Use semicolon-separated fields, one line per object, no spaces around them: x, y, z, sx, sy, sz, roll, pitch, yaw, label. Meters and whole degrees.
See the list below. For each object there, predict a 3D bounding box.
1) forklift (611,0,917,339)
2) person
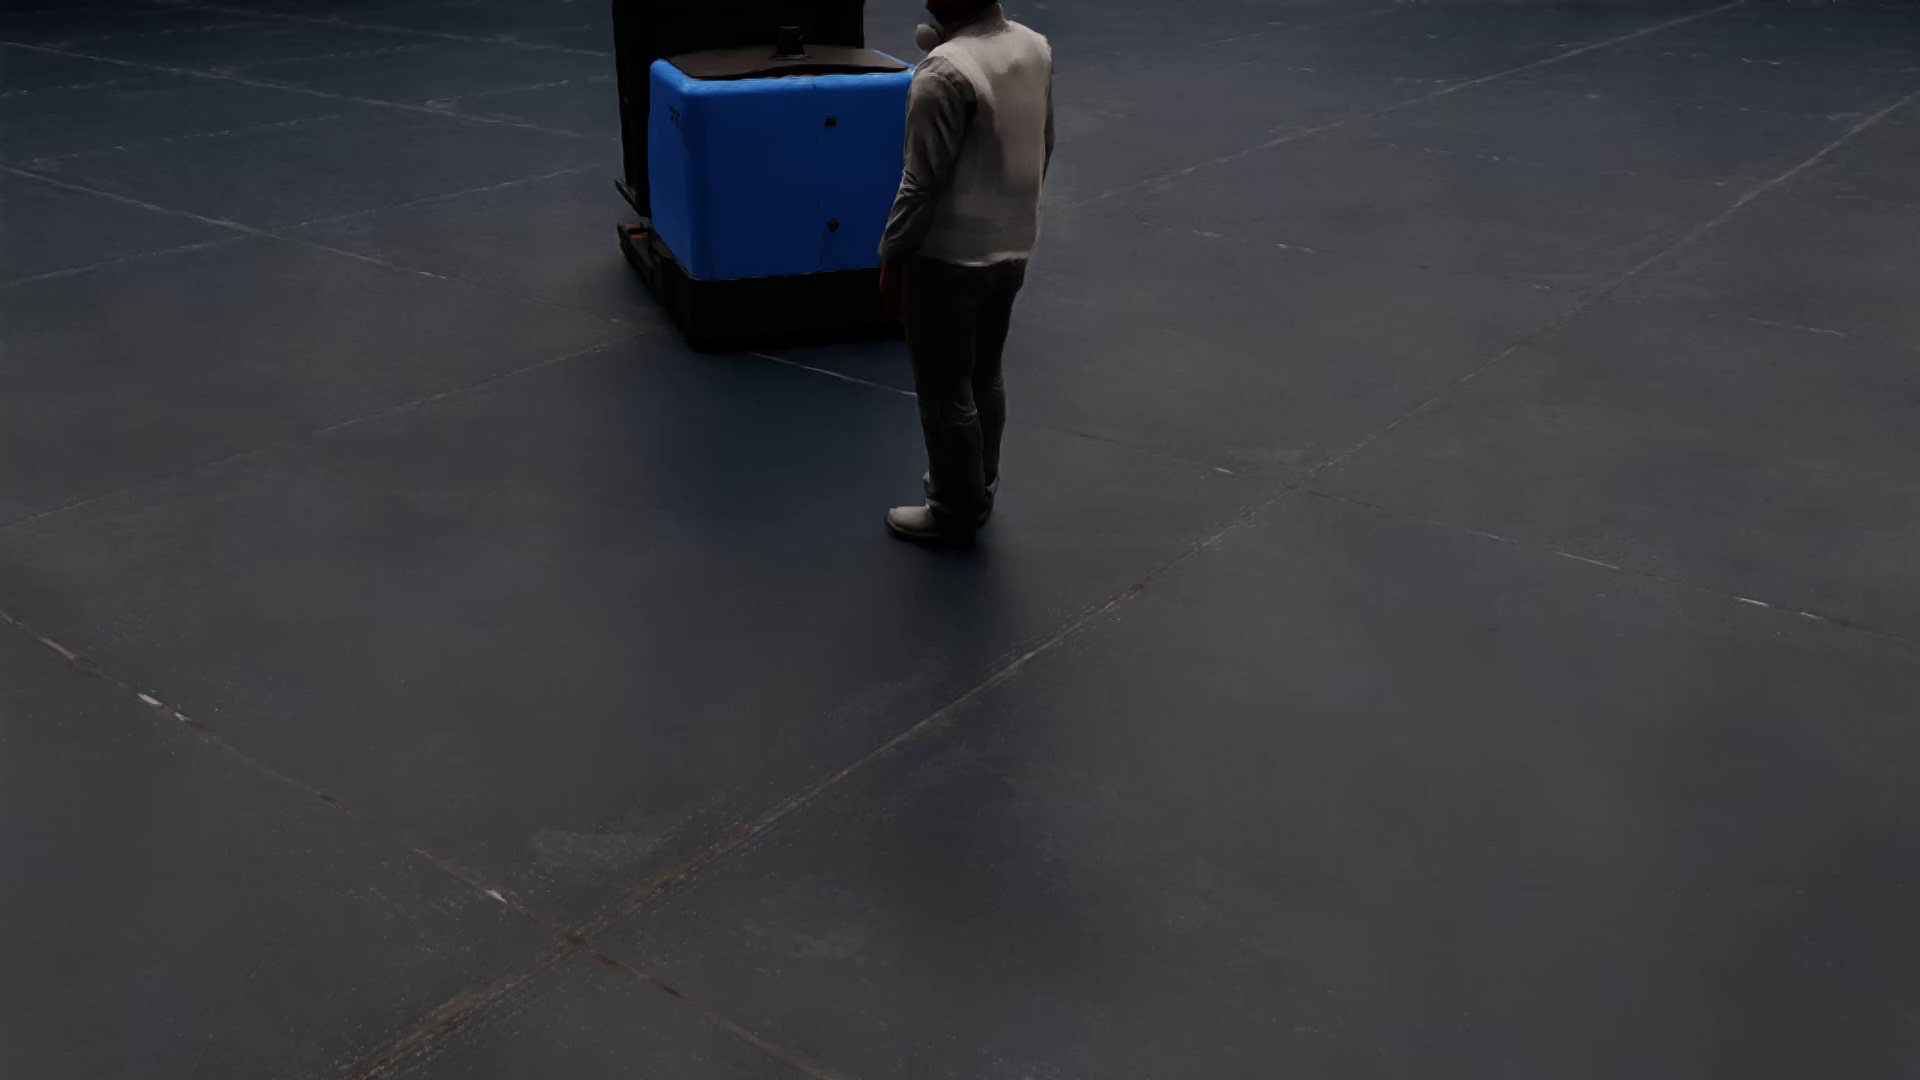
-1.054;-2.714;7.589;1.130;2.935;3.031;-8;25;-17;forklift
-0.045;-0.838;4.699;0.567;1.773;0.632;17;29;34;person
